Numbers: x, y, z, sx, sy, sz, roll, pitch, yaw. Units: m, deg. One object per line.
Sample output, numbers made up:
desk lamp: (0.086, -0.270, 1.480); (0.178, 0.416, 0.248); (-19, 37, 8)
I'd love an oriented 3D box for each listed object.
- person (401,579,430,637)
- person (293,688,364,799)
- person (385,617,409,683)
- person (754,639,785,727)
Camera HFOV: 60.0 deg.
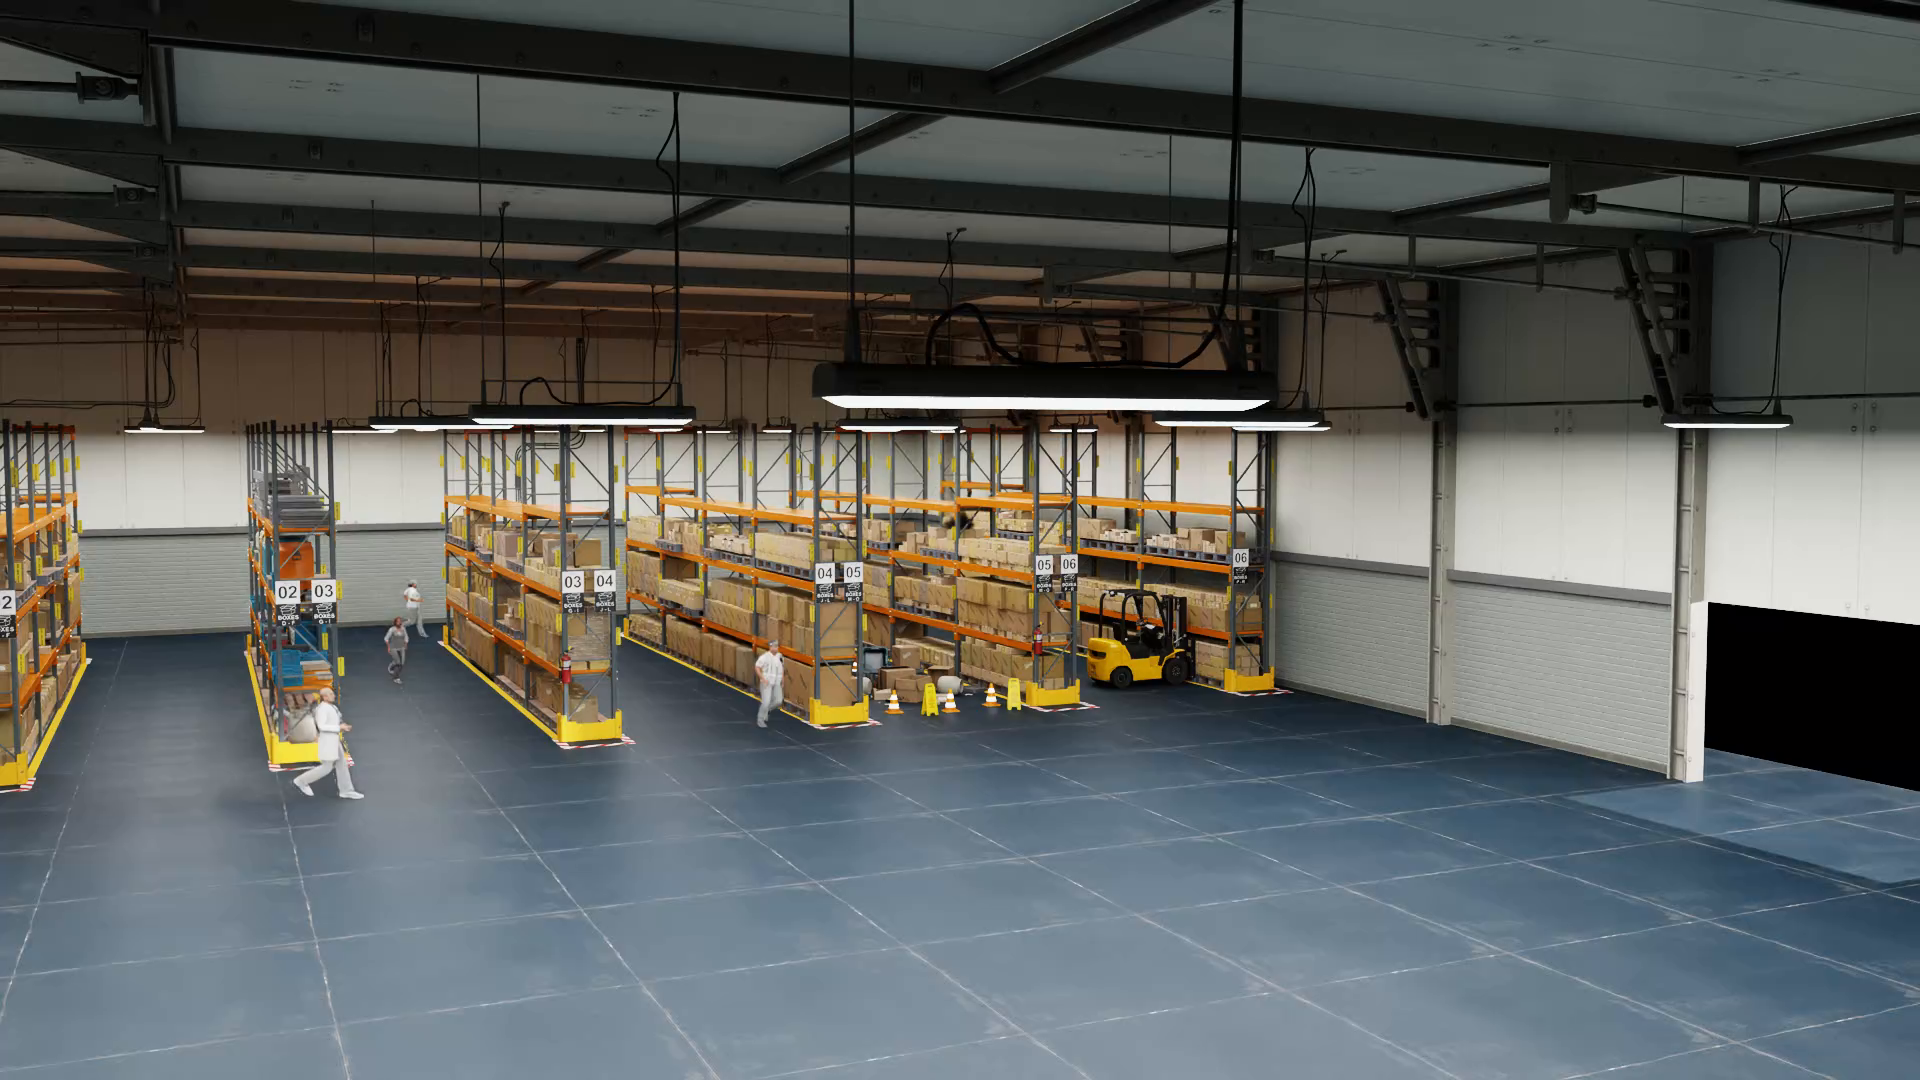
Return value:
person: (-15.498, 1.948, 47.061); (0.920, 1.668, 0.610); (-1, 4, -19)
person: (-9.898, 3.194, 26.047); (1.037, 1.776, 0.712); (0, 4, -7)
person: (-13.039, 2.549, 38.551); (0.522, 1.553, 0.577); (-3, 5, -39)
person: (-3.723, 2.815, 32.912); (0.716, 1.723, 0.543); (-3, 5, -39)
